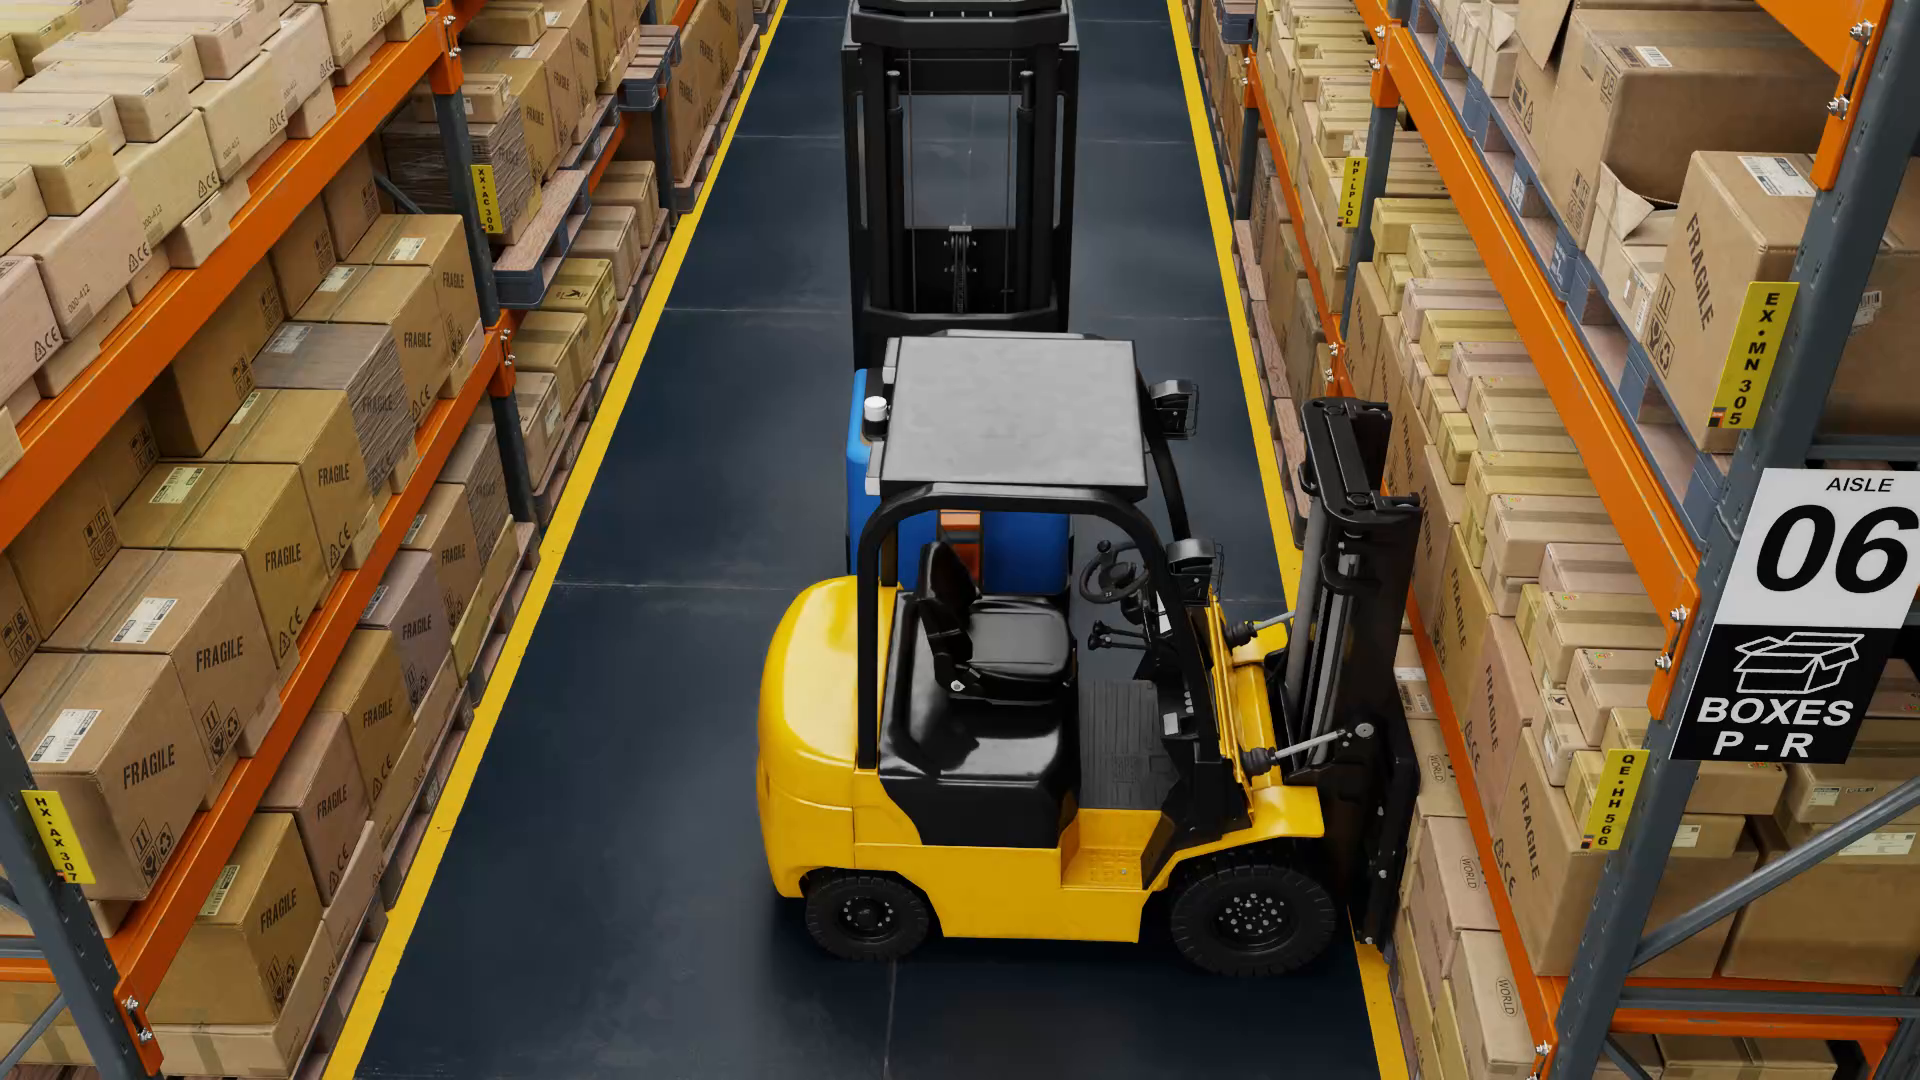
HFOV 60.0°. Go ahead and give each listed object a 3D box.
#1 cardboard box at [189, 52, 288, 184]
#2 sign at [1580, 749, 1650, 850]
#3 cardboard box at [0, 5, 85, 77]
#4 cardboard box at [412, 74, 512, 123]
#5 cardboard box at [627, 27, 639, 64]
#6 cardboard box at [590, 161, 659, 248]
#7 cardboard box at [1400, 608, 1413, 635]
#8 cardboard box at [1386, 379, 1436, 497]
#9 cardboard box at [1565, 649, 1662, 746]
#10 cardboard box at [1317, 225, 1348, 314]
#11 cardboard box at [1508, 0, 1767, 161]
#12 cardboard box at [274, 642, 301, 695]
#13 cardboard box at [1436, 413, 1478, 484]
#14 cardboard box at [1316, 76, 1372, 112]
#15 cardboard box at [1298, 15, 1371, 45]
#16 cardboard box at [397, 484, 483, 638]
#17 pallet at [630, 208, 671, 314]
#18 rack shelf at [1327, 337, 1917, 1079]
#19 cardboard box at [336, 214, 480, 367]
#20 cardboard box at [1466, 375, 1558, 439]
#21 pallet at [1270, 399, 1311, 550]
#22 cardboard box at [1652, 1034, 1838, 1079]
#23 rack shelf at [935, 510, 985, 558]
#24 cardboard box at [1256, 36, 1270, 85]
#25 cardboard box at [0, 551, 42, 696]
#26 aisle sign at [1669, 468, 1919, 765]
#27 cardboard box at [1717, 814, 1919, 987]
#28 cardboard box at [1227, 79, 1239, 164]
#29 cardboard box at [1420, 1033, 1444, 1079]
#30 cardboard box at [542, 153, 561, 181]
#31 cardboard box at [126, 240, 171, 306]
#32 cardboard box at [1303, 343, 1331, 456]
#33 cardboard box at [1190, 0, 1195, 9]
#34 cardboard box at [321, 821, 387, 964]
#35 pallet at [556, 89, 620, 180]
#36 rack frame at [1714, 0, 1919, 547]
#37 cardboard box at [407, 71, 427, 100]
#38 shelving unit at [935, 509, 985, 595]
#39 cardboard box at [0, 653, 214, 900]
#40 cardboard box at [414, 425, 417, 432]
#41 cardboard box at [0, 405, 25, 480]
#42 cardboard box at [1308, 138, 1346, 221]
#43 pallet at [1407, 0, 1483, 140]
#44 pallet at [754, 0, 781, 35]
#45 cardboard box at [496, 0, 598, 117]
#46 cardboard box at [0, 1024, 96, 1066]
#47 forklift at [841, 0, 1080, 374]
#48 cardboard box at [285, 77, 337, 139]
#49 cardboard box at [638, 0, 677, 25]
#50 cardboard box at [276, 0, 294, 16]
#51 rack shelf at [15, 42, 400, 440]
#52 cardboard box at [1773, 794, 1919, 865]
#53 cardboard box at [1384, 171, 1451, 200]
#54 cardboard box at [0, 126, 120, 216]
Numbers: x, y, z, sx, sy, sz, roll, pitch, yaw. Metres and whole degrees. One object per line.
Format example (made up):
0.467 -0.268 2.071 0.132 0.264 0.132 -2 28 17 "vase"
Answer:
-2.495 -1.347 5.267 0.500 0.250 0.500 2 35 3 "cardboard box"
1.571 0.625 3.985 0.100 0.325 0.005 1 35 2 "sign"
-3.005 -1.577 5.247 0.380 0.149 0.250 2 35 3 "cardboard box"
-2.315 -2.057 7.738 0.380 0.149 0.250 1 35 2 "cardboard box"
-2.208 -3.067 10.304 0.380 0.149 0.250 1 35 1 "cardboard box"
-2.559 -2.265 11.230 0.950 0.372 0.625 -1 35 -1 "cardboard box"
1.901 0.312 6.799 0.500 0.250 0.500 2 35 3 "cardboard box"
1.971 -0.284 6.404 0.500 0.500 0.500 1 35 1 "cardboard box"
1.895 0.435 4.559 0.380 0.149 0.250 1 35 2 "cardboard box"
2.032 -1.317 8.091 0.500 0.250 0.500 2 35 3 "cardboard box"
2.089 -1.448 4.996 0.797 0.503 0.637 2 35 3 "cardboard box"
-2.506 0.426 5.700 0.380 0.149 0.250 2 35 3 "cardboard box"
1.915 -0.324 5.896 0.380 0.149 0.250 1 35 1 "cardboard box"
2.087 -2.325 8.744 0.380 0.149 0.250 2 35 2 "cardboard box"
2.154 -2.913 9.581 0.380 0.149 0.250 2 35 2 "cardboard box"
-2.461 0.090 7.333 0.500 0.500 0.500 2 35 3 "cardboard box"
-2.559 -1.903 11.220 1.003 0.211 1.213 1 35 2 "pallet"
2.193 0.361 6.199 1.077 0.370 4.000 1 35 2 "rack shelf"
-2.456 -1.096 7.301 0.500 0.500 0.500 0 35 1 "cardboard box"
1.999 -0.448 5.815 0.380 0.149 0.250 1 35 2 "cardboard box"
2.264 -0.366 9.032 1.003 0.211 1.213 1 35 2 "pallet"
2.321 1.488 5.126 0.500 0.250 0.500 1 35 1 "cardboard box"
0.001 -0.049 7.370 0.215 0.259 0.240 0 37 0 "rack shelf"
2.172 -3.070 10.585 0.500 0.250 0.500 1 35 2 "cardboard box"
-3.045 0.233 4.540 0.700 0.500 0.500 1 35 1 "cardboard box"
1.816 0.183 3.566 0.394 0.787 0.004 1 35 2 "aisle sign"
2.410 0.897 4.724 0.500 0.500 0.500 2 35 3 "cardboard box"
2.266 -3.065 12.257 0.500 0.500 0.500 1 35 1 "cardboard box"
1.815 1.892 5.421 0.500 0.250 0.500 2 35 2 "cardboard box"
-2.343 -2.029 8.827 0.380 0.149 0.250 2 35 3 "cardboard box"
-2.552 -0.804 4.841 0.380 0.149 0.250 0 35 0 "cardboard box"
2.283 -0.583 8.616 0.875 0.625 0.625 3 35 4 "cardboard box"
2.323 -5.011 15.331 0.380 0.149 0.250 0 35 0 "cardboard box"
-2.511 1.306 6.254 0.500 0.250 0.500 3 35 4 "cardboard box"
-2.565 -2.276 9.493 1.003 0.211 1.213 1 35 2 "pallet"
2.112 -1.239 2.632 1.000 3.000 0.127 1 35 2 "rack frame"
-2.879 -2.085 8.343 0.500 0.500 0.500 2 35 2 "cardboard box"
0.001 0.168 7.535 0.215 1.050 0.252 0 37 0 "shelving unit"
-2.551 0.675 4.781 0.500 0.500 0.500 1 35 1 "cardboard box"
-2.511 -0.466 6.969 0.380 0.149 0.250 1 35 1 "cardboard box"
-2.510 -0.204 3.987 0.380 0.149 0.250 1 35 2 "cardboard box"
2.051 -1.809 8.357 0.500 0.250 0.500 0 35 1 "cardboard box"
2.265 -1.783 6.092 1.003 0.211 1.213 1 35 2 "pallet"
-2.257 -5.085 15.748 1.003 0.211 1.213 1 35 2 "pallet"
-2.319 -2.659 9.159 0.500 0.500 0.500 0 35 0 "cardboard box"
-3.083 1.572 5.876 0.500 0.250 0.500 1 35 2 "cardboard box"
0.006 -1.558 8.363 1.121 2.935 3.031 0 35 0 "forklift"
-2.450 -1.540 5.888 0.380 0.149 0.250 2 35 3 "cardboard box"
-2.255 -3.707 11.492 0.500 0.250 0.500 1 35 1 "cardboard box"
-2.508 -1.859 5.649 0.380 0.149 0.250 1 35 1 "cardboard box"
-2.767 -1.088 5.420 0.919 0.052 3.809 1 35 2 "rack shelf"
2.385 0.721 4.411 0.380 0.149 0.250 0 35 1 "cardboard box"
2.065 -1.590 7.698 0.380 0.149 0.250 2 35 4 "cardboard box"
-2.479 -0.977 4.393 0.380 0.149 0.250 1 35 2 "cardboard box"
